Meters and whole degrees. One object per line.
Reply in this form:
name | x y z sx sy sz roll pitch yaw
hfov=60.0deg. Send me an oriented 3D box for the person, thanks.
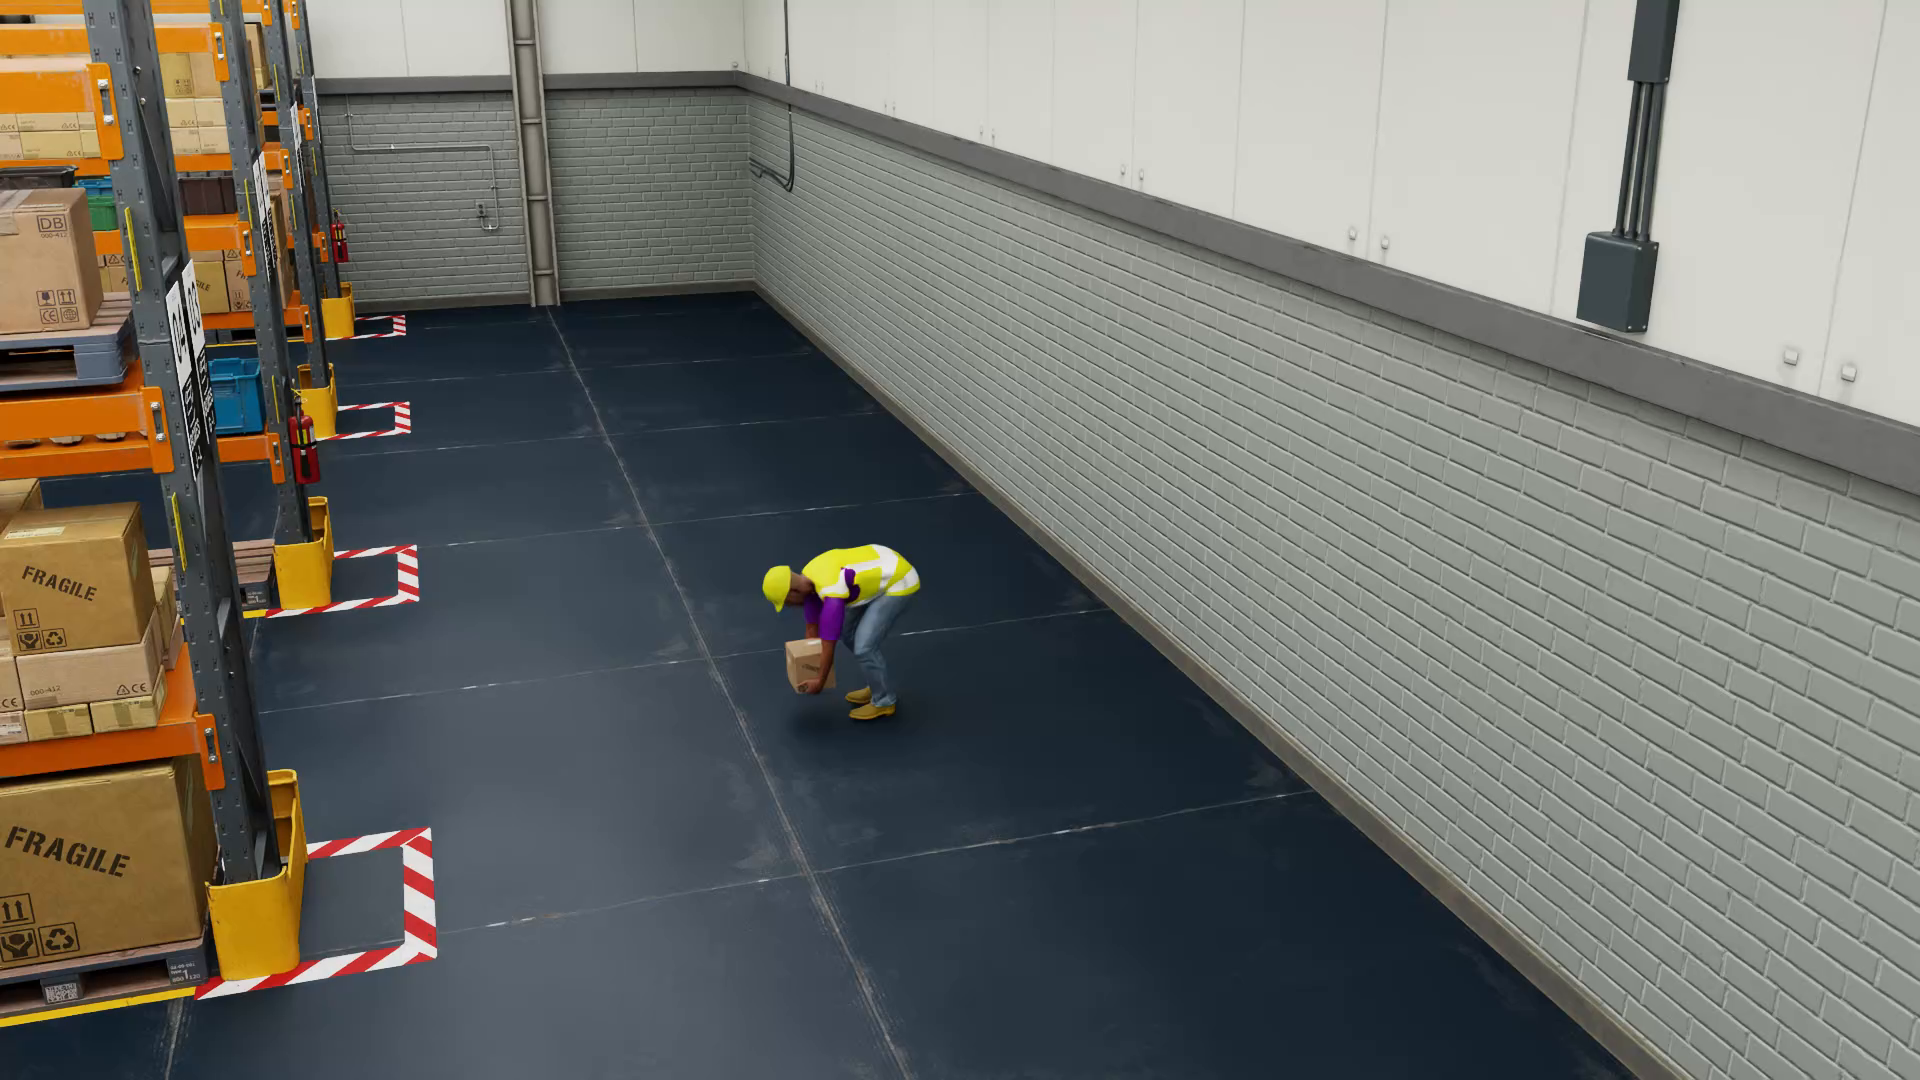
person | -0.735 0.590 10.374 0.982 1.076 0.483 -7 20 -19
